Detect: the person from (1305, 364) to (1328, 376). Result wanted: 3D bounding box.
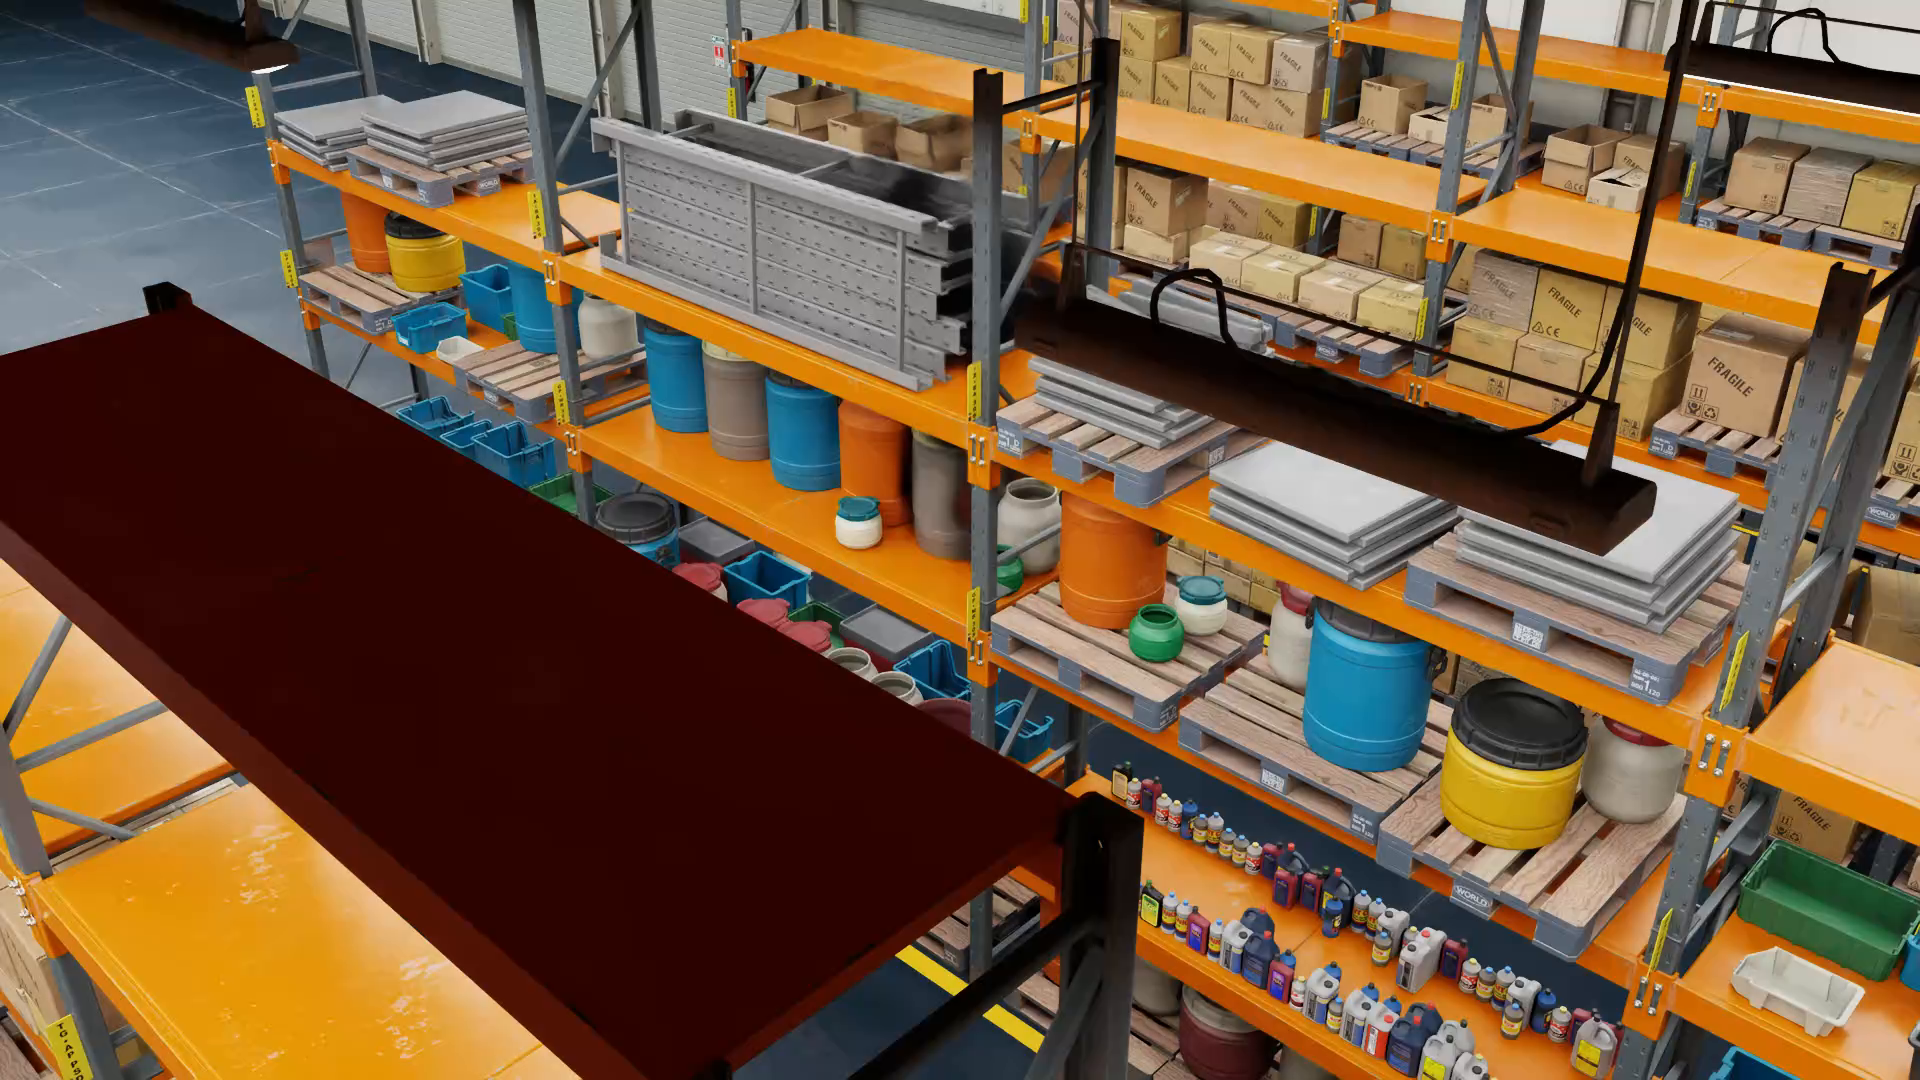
[{"bbox_3d":[3.436,-1.044,16.452,0.699,1.677,0.575,22,36,33],"label":"person"}]

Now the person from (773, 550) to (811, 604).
[{"bbox_3d":[-1.437,0.057,14.362,0.747,1.811,0.698,24,37,35],"label":"person"}]
